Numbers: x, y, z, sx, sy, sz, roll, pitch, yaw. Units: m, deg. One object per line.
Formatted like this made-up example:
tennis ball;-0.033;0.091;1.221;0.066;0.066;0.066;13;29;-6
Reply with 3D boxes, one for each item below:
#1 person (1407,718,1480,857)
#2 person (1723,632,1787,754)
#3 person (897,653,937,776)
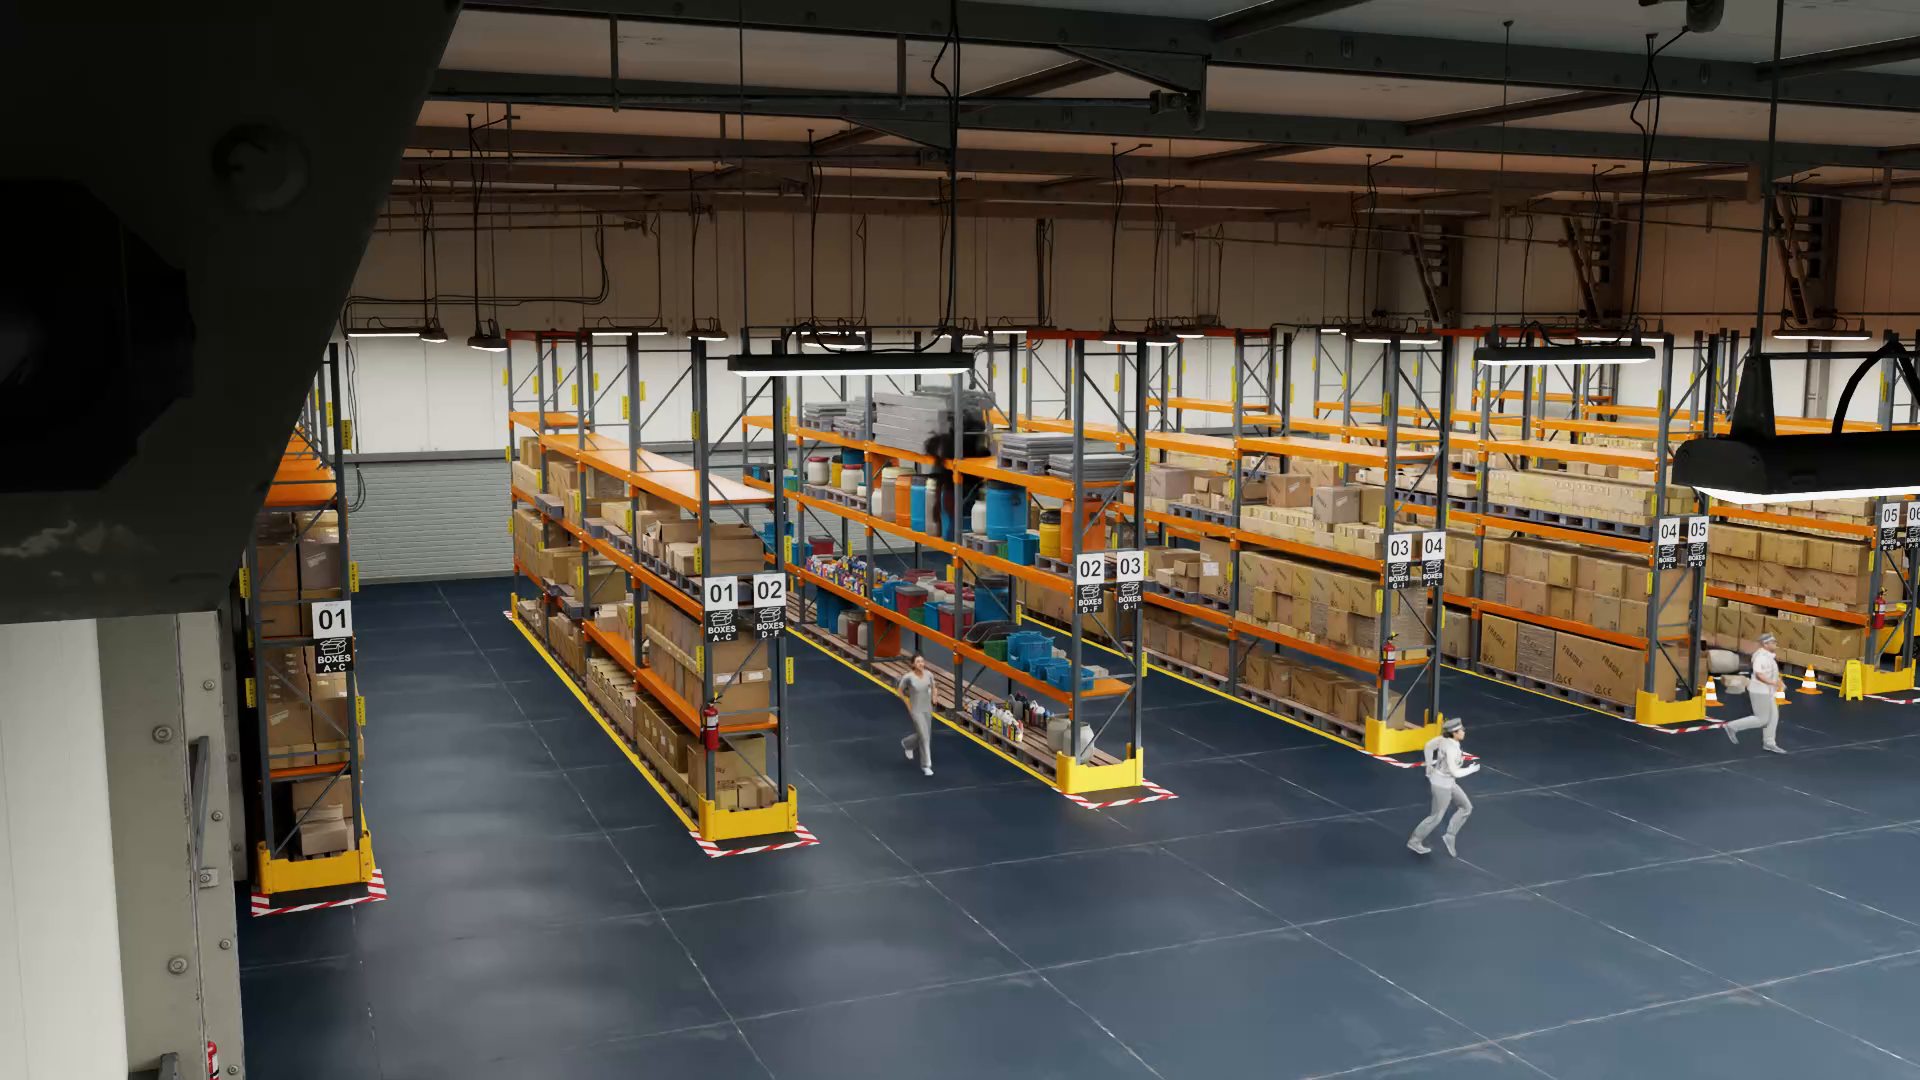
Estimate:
person;5.634;2.873;19.364;0.787;1.676;0.641;2;8;11
person;11.596;2.196;24.152;0.853;1.787;0.671;4;9;27
person;-0.575;2.385;23.125;0.563;1.666;0.802;-4;9;-30
